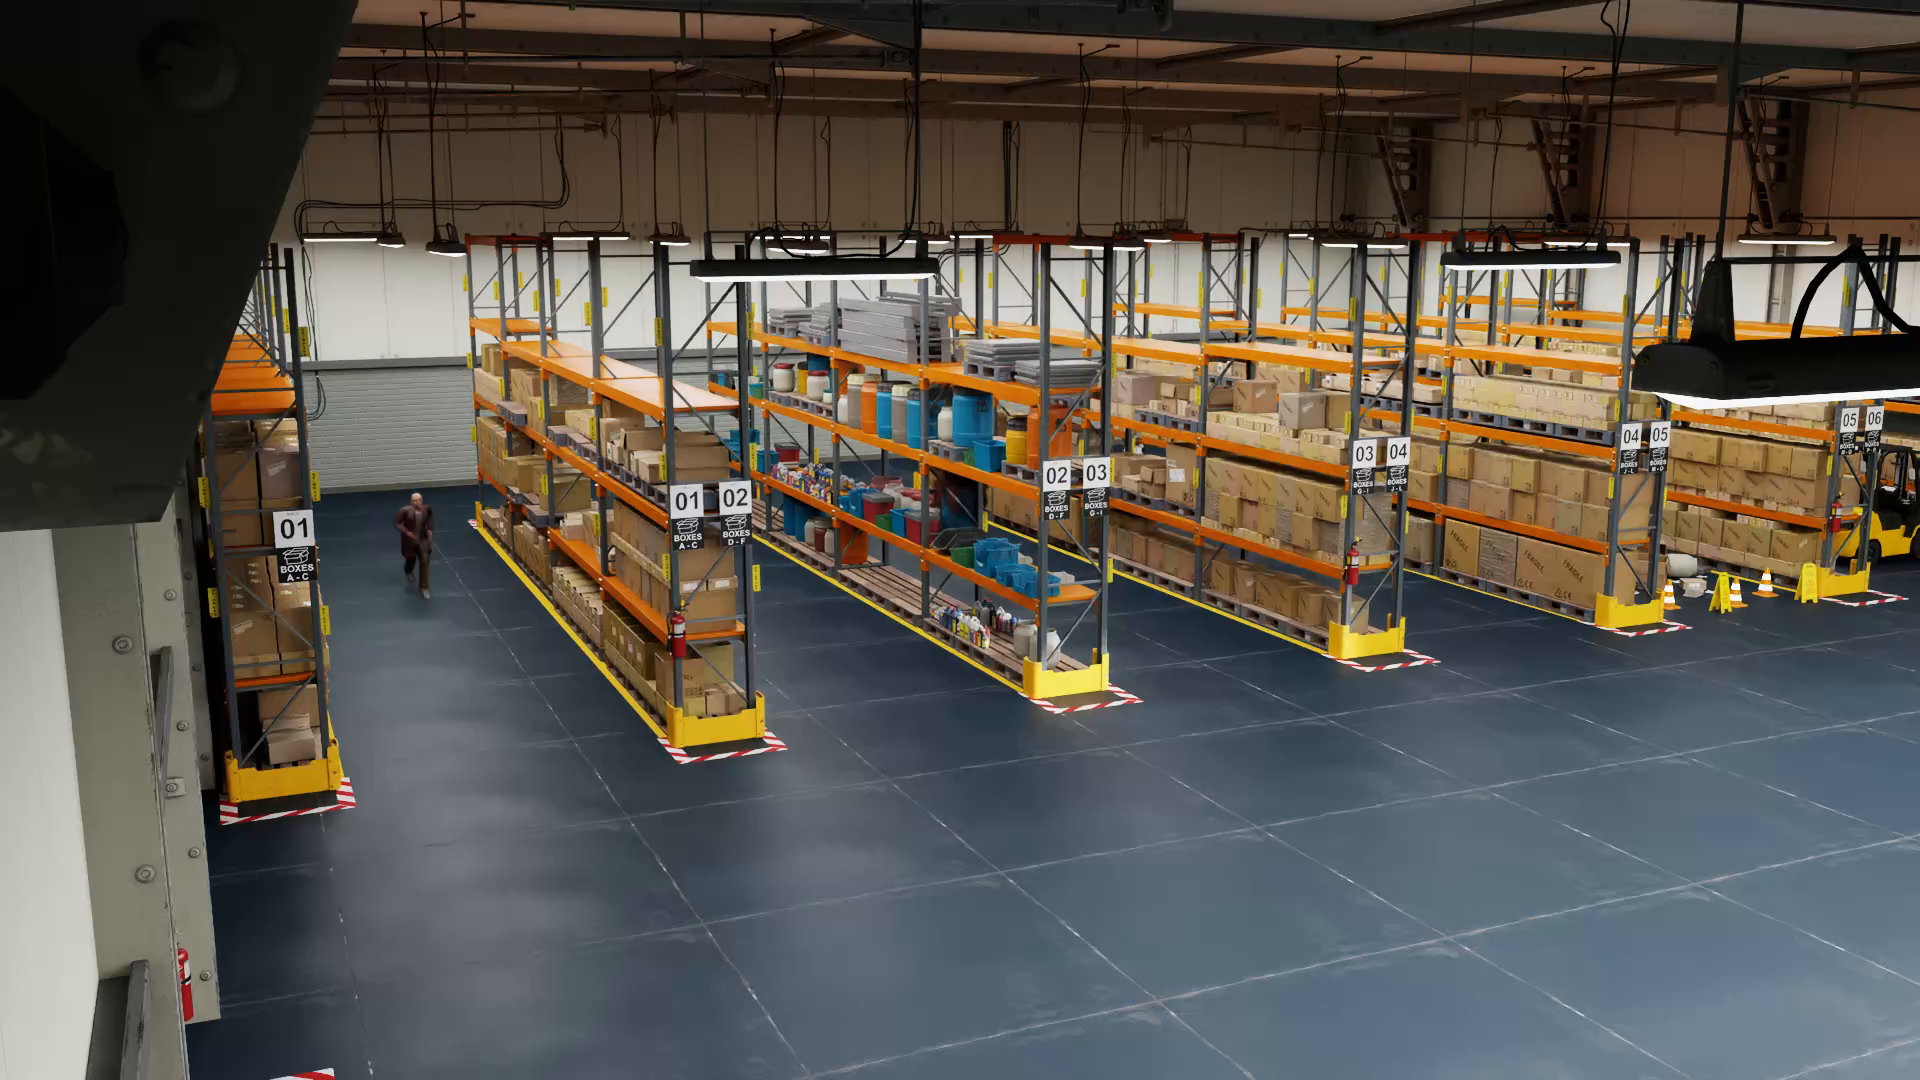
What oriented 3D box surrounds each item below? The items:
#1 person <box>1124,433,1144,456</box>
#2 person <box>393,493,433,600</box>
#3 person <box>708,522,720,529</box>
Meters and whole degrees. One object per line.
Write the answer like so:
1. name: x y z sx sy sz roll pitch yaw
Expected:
1. person: 3.850 -1.564 36.849 0.599 1.688 0.899 -4 12 -21
2. person: -9.280 0.049 28.305 0.712 1.778 1.187 -7 13 -31
3. person: -4.176 0.035 28.518 0.593 1.418 0.663 -6 12 -28
